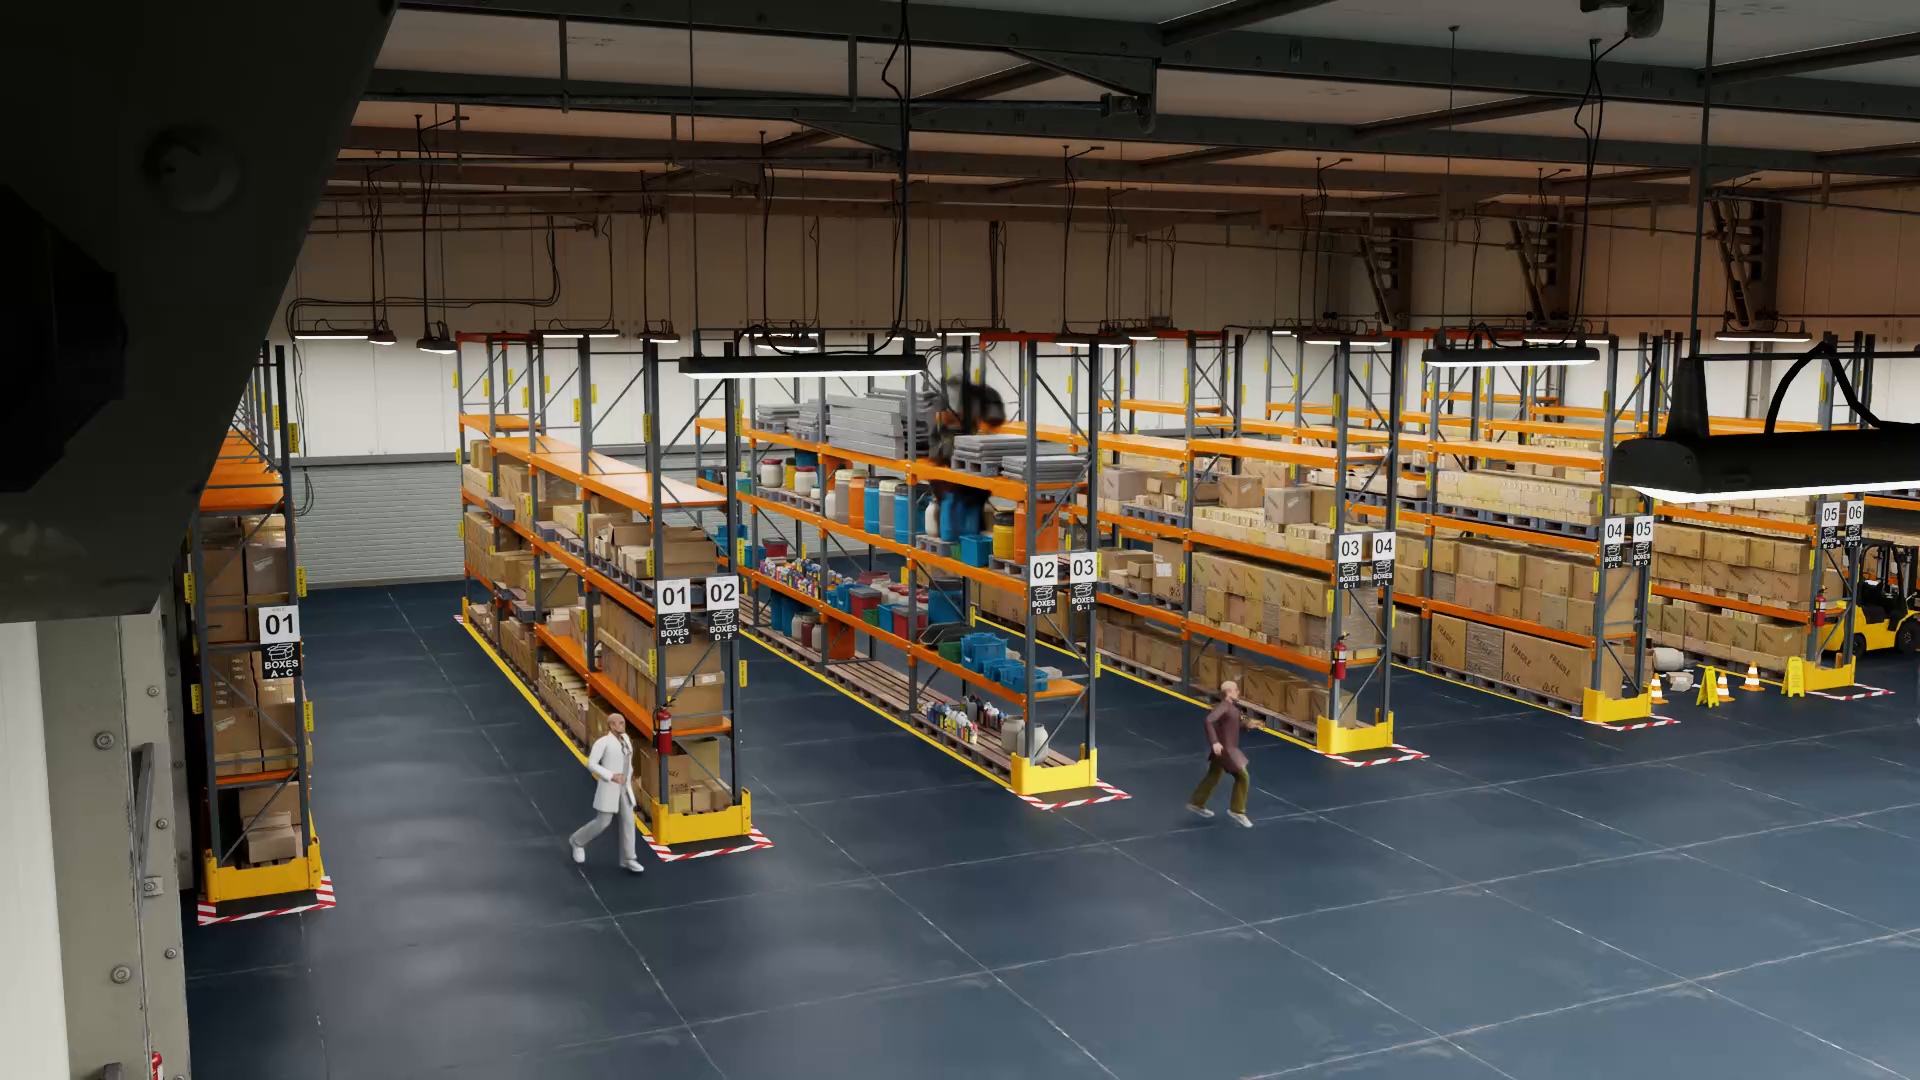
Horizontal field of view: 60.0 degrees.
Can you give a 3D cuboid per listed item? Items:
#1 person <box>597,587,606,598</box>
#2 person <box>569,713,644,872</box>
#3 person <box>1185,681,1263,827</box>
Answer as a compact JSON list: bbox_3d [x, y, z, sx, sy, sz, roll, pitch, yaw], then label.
[{"bbox_3d":[-7.148,0.993,33.665,0.636,1.662,0.592,-6,9,-35],"label":"person"},{"bbox_3d":[-3.963,2.973,19.216,1.049,1.536,0.770,5,9,31],"label":"person"},{"bbox_3d":[3.293,2.664,20.741,0.937,1.848,0.666,1,8,4],"label":"person"}]
